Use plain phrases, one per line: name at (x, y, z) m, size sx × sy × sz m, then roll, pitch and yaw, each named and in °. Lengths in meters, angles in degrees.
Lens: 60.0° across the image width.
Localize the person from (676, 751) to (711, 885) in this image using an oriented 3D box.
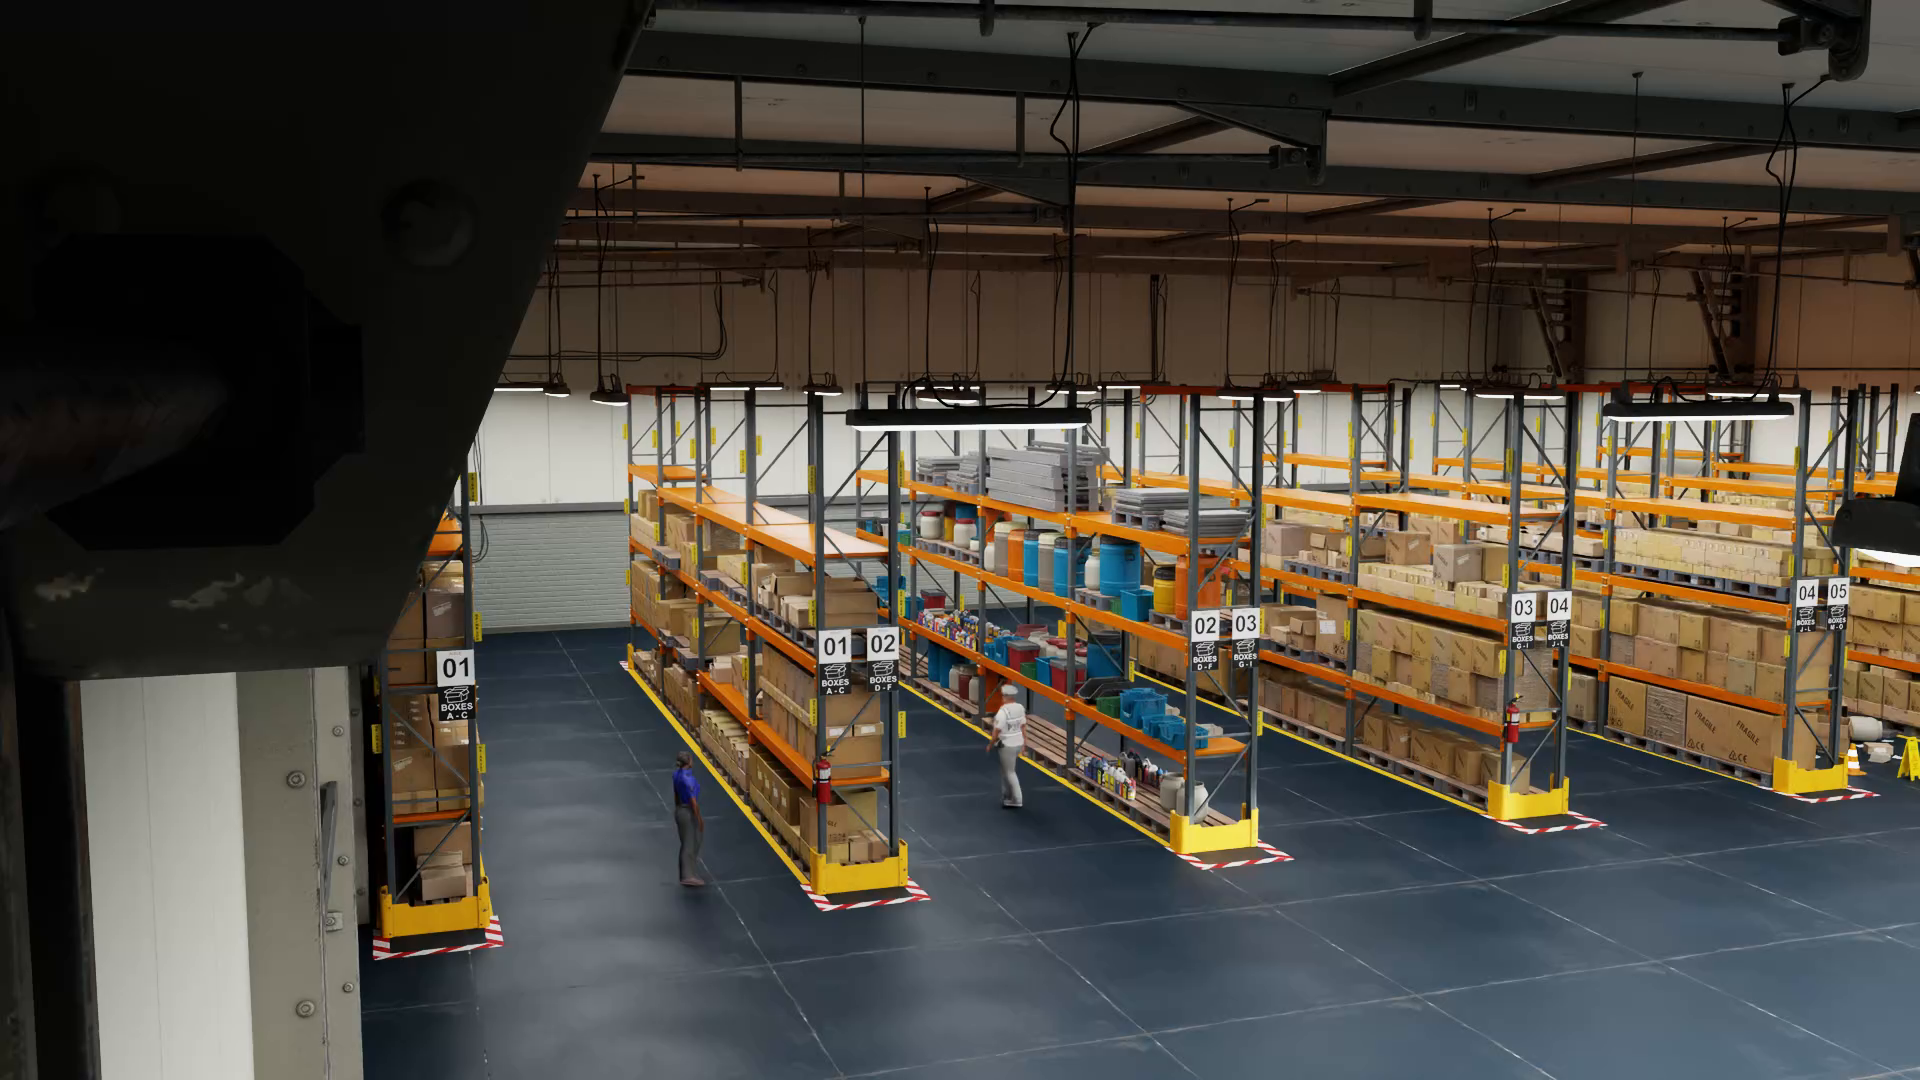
person at (-3.278, 3.427, 20.410) m, size 0.426 × 1.719 × 0.450 m, roll -1°, pitch 6°, yaw -8°

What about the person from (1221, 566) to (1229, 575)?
person at (6.362, 1.275, 40.988) m, size 0.596 × 1.677 × 0.927 m, roll 1°, pitch 6°, yaw 14°

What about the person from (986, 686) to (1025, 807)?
person at (0.670, 3.002, 24.047) m, size 0.623 × 1.827 × 0.629 m, roll 2°, pitch 6°, yaw 19°
